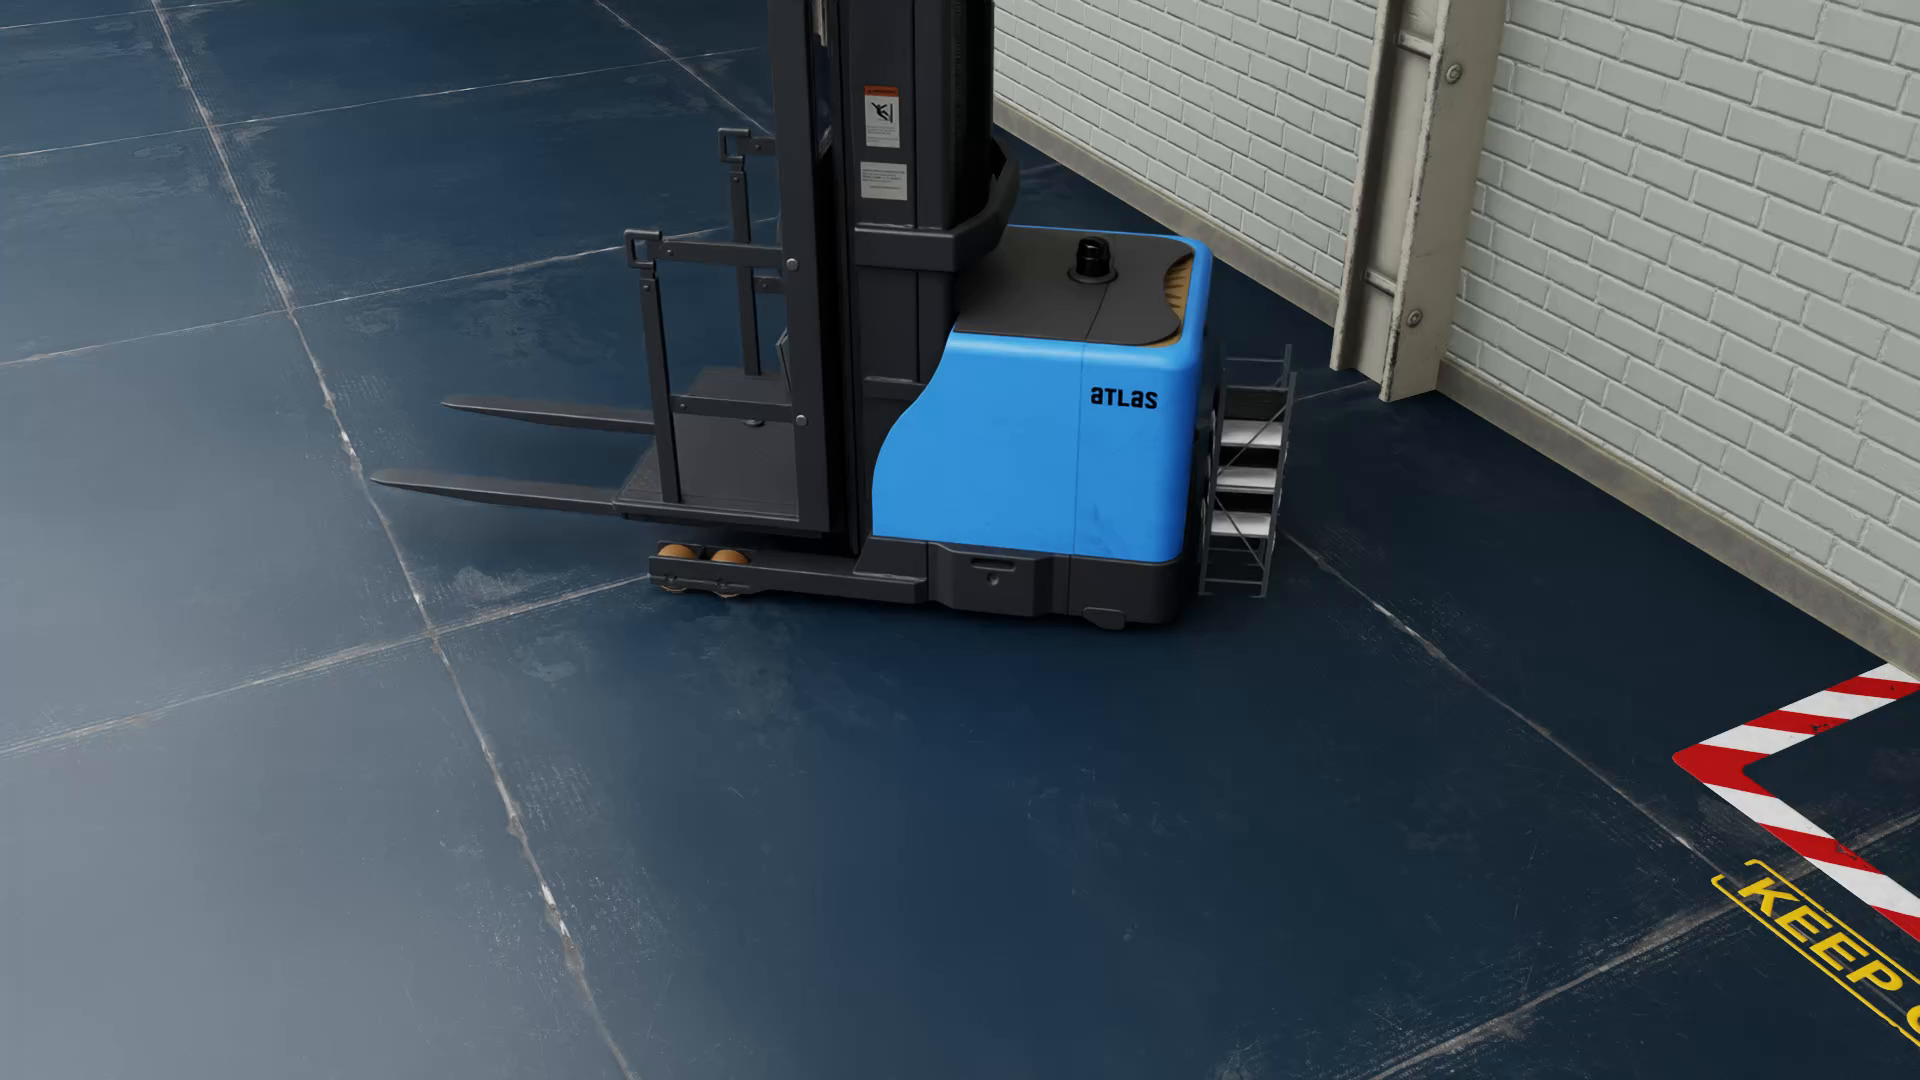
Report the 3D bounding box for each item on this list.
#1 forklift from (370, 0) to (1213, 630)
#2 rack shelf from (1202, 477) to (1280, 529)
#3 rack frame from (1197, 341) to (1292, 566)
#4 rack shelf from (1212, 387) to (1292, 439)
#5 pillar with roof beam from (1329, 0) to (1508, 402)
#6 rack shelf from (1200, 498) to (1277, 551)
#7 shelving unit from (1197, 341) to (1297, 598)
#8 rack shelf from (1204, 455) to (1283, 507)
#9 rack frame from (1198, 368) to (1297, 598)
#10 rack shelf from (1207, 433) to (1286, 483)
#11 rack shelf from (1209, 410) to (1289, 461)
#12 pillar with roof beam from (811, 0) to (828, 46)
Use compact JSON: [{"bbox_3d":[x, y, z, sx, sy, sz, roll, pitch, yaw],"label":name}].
[{"bbox_3d":[-0.652,-1.304,5.568,3.031,2.935,1.130,6,33,9],"label":"forklift"},{"bbox_3d":[0.984,-0.130,5.843,0.258,0.077,0.200,4,33,4],"label":"rack shelf"},{"bbox_3d":[0.995,-0.289,5.860,0.240,0.900,0.006,4,33,4],"label":"rack frame"},{"bbox_3d":[0.989,-0.432,5.646,0.258,0.077,0.200,4,33,4],"label":"rack shelf"},{"bbox_3d":[-1.925,-3.432,3.265,9.100,9.000,0.400,-16,36,-23],"label":"pillar with roof beam"},{"bbox_3d":[0.983,-0.055,5.892,0.258,0.077,0.200,4,33,4],"label":"rack shelf"},{"bbox_3d":[0.986,-0.234,5.776,0.258,0.900,0.210,4,33,4],"label":"shelving unit"},{"bbox_3d":[0.985,-0.206,5.794,0.258,0.077,0.200,4,33,4],"label":"rack shelf"},{"bbox_3d":[0.976,-0.178,5.691,0.240,0.900,0.006,4,33,4],"label":"rack frame"},{"bbox_3d":[0.986,-0.281,5.745,0.258,0.077,0.200,4,33,4],"label":"rack shelf"},{"bbox_3d":[0.988,-0.356,5.695,0.258,0.077,0.200,4,33,4],"label":"rack shelf"},{"bbox_3d":[-4.722,-6.295,7.734,9.100,9.000,0.400,-16,36,-23],"label":"pillar with roof beam"}]
